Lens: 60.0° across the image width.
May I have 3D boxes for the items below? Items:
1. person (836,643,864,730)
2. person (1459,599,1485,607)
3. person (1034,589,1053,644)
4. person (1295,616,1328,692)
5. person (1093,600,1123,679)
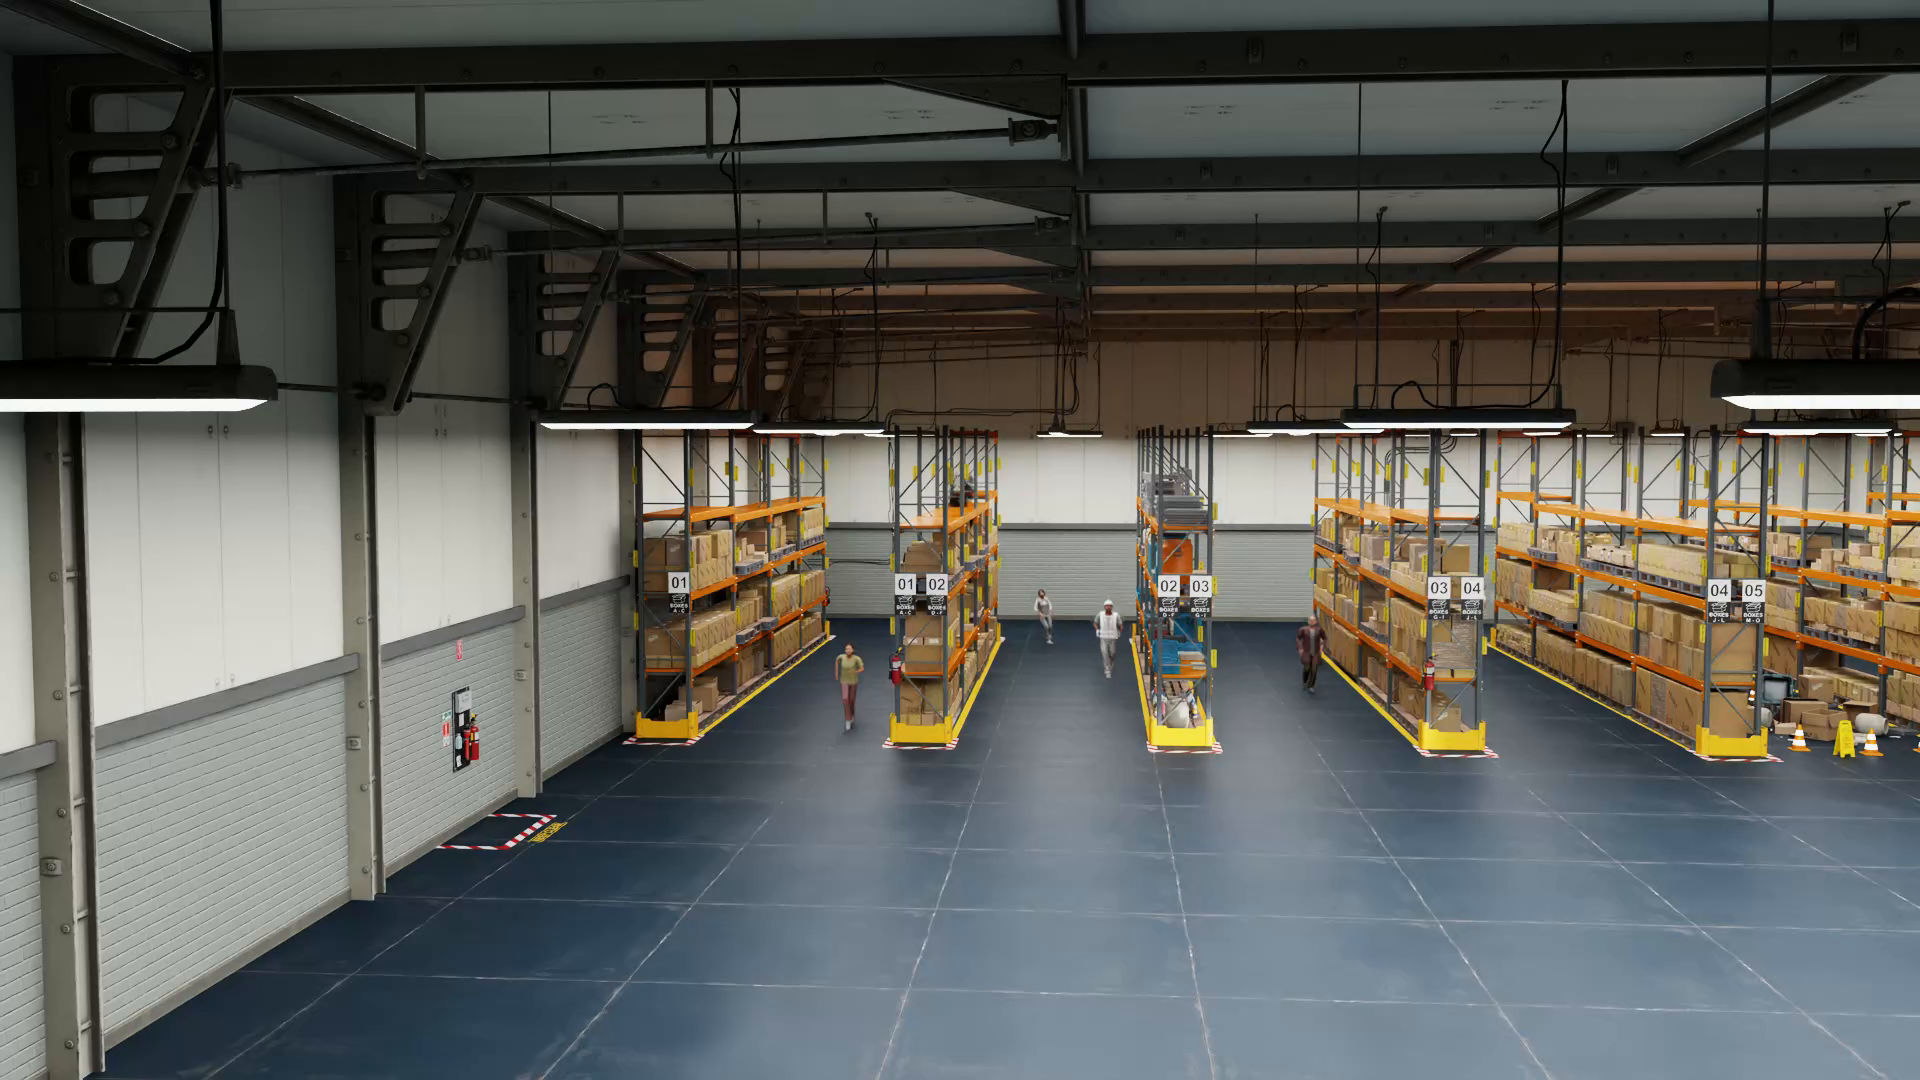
[{"bbox_3d":[-2.205,2.893,33.270,0.599,1.698,0.945,0,3,2],"label":"person"},{"bbox_3d":[14.382,2.052,46.920,0.680,1.797,0.725,-2,4,-24],"label":"person"},{"bbox_3d":[2.361,2.147,46.684,0.594,1.538,0.510,-1,4,-12],"label":"person"},{"bbox_3d":[7.978,2.586,37.689,0.722,1.746,0.628,0,3,5],"label":"person"},{"bbox_3d":[3.398,2.265,38.245,0.672,1.775,0.802,0,3,3],"label":"person"}]
